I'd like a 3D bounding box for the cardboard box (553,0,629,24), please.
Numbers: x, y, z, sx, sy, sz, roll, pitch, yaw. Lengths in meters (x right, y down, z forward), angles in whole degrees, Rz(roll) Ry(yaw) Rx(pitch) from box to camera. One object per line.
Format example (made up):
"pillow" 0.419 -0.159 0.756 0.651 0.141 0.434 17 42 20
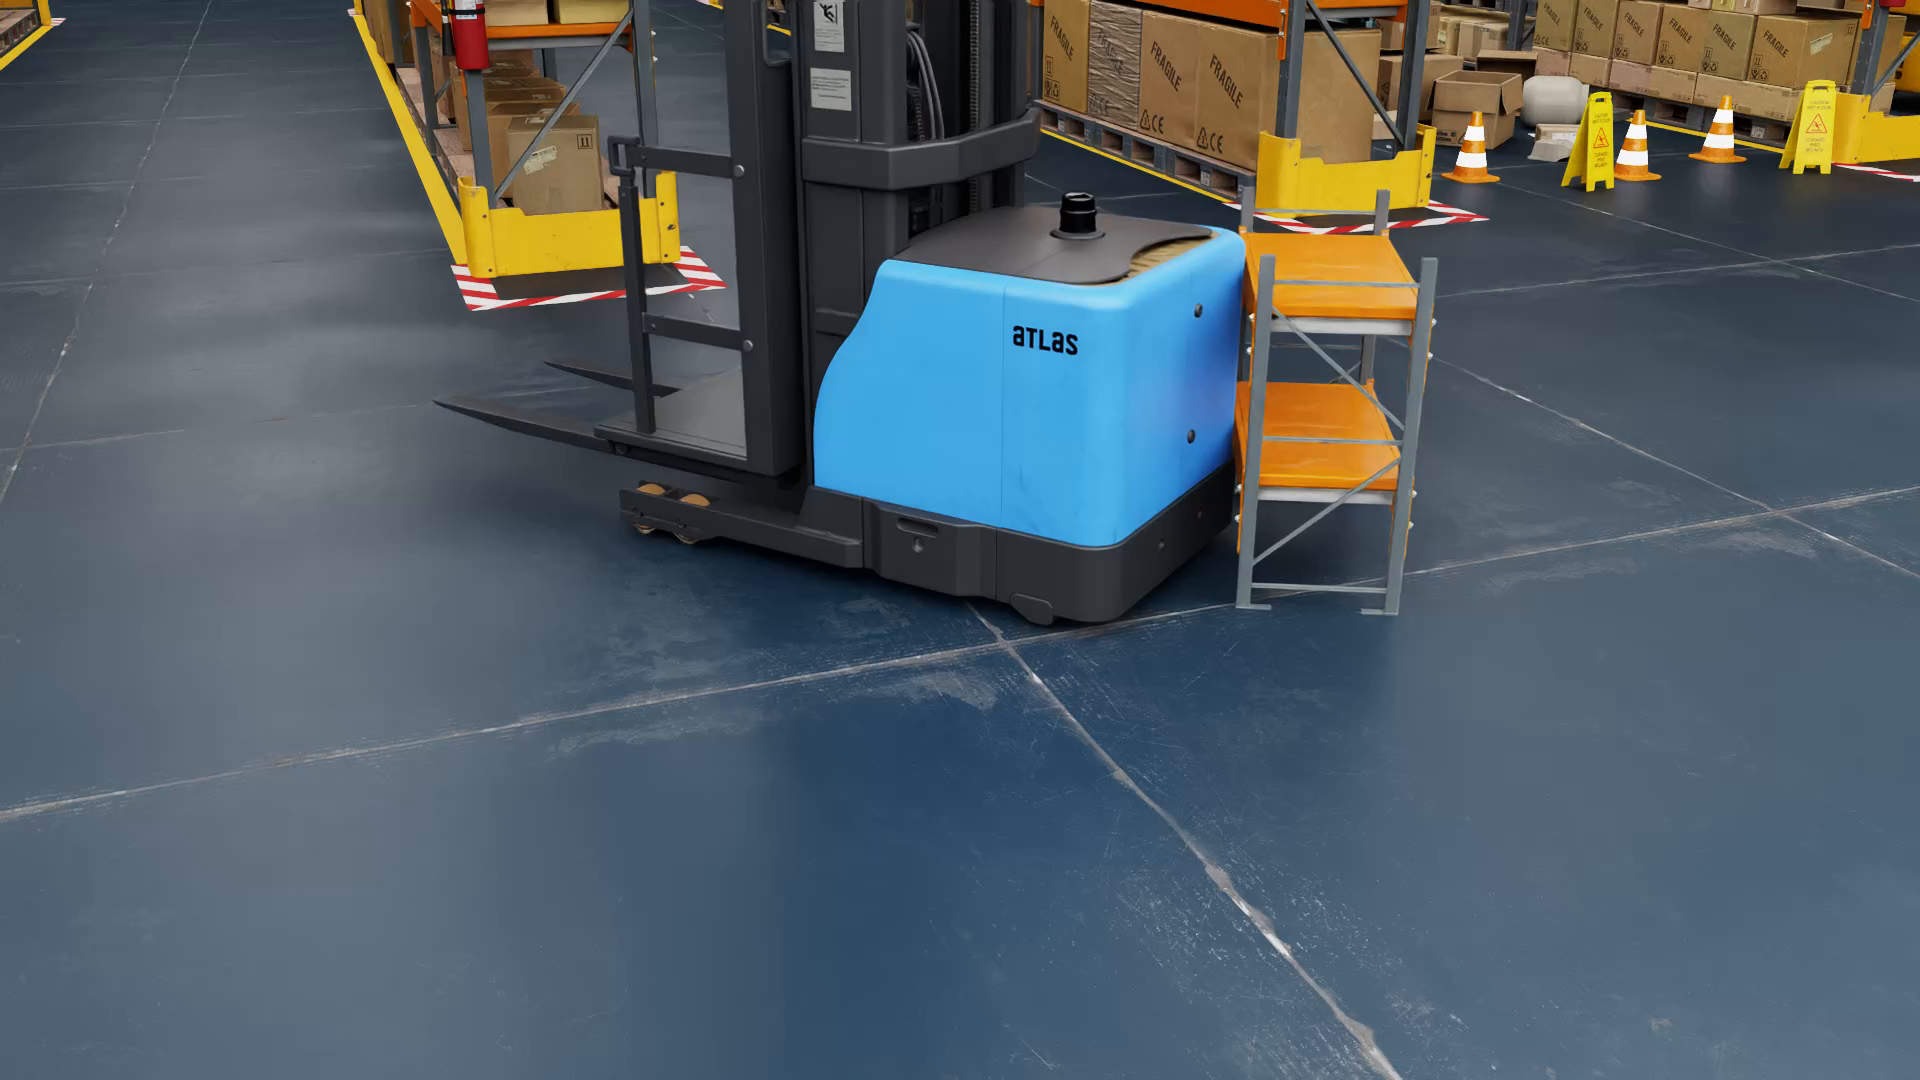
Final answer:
"cardboard box" -2.048 -2.956 9.225 0.380 0.149 0.250 -8 24 -19

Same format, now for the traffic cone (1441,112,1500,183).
"traffic cone" 3.647 -2.798 11.793 0.336 0.463 0.334 -8 24 -19

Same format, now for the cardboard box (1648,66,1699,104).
"cardboard box" 6.198 -3.857 14.039 0.500 0.250 0.500 -9 25 -21

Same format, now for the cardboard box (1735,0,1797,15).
"cardboard box" 6.381 -4.246 13.160 0.380 0.149 0.250 -8 24 -17

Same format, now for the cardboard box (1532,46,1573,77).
"cardboard box" 5.644 -4.424 15.383 0.500 0.250 0.500 -10 25 -21

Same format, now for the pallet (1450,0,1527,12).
"pallet" 7.827 -7.762 23.896 1.003 0.211 1.213 -8 24 -19

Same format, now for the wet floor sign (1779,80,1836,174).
"wet floor sign" 6.167 -2.995 12.024 0.267 0.644 0.232 0 23 -1

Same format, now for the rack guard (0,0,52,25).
"rack guard" -12.477 -6.925 21.536 1.175 0.500 0.348 -8 24 -19

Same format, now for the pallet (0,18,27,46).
"pallet" -11.774 -6.037 19.802 1.003 0.211 1.213 -8 24 -19

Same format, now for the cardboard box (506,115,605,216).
"cardboard box" -2.375 -2.206 9.801 0.500 0.500 0.500 -4 23 -9

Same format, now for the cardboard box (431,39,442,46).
"cardboard box" -3.931 -3.842 13.655 0.700 0.500 0.500 -8 24 -19

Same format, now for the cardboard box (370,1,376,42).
"cardboard box" -5.528 -5.635 17.453 1.225 0.875 0.875 -8 24 -19

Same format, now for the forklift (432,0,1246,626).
"forklift" -0.592 -1.500 5.534 3.031 2.935 1.130 13 26 28

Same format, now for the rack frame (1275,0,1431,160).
"rack frame" 2.506 -3.579 10.380 1.000 3.000 0.127 -8 24 -19

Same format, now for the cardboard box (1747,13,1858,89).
"cardboard box" 6.574 -3.823 12.992 0.500 0.500 0.500 -8 24 -19

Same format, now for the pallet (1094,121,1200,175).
"pallet" 1.723 -3.017 12.636 1.003 0.211 1.213 -8 24 -19

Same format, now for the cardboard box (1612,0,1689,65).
"cardboard box" 6.025 -4.388 14.332 0.500 0.500 0.500 -7 24 -16

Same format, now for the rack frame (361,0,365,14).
"rack frame" -7.822 -8.749 22.646 1.000 3.000 0.127 -8 24 -19

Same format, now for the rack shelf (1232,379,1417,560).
"rack shelf" 1.172 -0.268 5.566 0.538 0.278 1.000 2 23 6

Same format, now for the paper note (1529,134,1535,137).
"paper note" 4.745 -3.321 13.606 0.148 0.019 0.142 0 23 -1

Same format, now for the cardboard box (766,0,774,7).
"cardboard box" -2.358 -7.108 21.883 0.380 0.149 0.250 -9 25 -21

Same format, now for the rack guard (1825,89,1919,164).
"rack guard" 7.074 -3.171 12.630 1.175 0.500 0.348 -8 24 -19

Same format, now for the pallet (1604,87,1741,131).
"pallet" 6.393 -3.781 14.448 1.003 0.211 1.213 -8 24 -19

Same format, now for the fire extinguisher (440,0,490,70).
"fire extinguisher" -2.561 -2.795 8.619 0.296 0.674 0.183 -8 24 -19

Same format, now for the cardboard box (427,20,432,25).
"cardboard box" -4.533 -4.453 15.104 0.700 0.500 0.500 -10 25 -23

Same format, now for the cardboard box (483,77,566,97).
"cardboard box" -2.977 -2.858 11.346 0.500 0.500 0.500 -11 25 -24

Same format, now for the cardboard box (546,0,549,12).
"cardboard box" -2.300 -3.230 9.876 0.380 0.149 0.250 -8 24 -19

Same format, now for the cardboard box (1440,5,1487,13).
"cardboard box" 4.996 -5.435 17.625 0.950 0.372 0.625 -8 24 -17

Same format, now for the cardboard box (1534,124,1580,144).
"cardboard box" 4.748 -3.180 13.104 0.380 0.149 0.250 4 23 9

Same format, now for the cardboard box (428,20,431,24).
"cardboard box" -4.535 -4.808 14.982 0.500 0.250 0.500 -6 23 -13

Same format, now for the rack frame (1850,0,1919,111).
"rack frame" 7.101 -4.295 12.079 1.000 3.000 0.127 -8 24 -19

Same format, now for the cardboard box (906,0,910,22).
"cardboard box" -0.189 -5.409 17.078 1.050 0.750 0.750 -9 24 -20

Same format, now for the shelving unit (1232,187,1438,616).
"shelving unit" 1.172 -0.493 5.471 0.538 1.125 1.048 2 23 6

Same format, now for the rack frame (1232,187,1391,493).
"rack frame" 1.225 -0.689 5.937 0.500 1.125 0.032 2 23 6

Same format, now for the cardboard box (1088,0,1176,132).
"cardboard box" 1.571 -3.682 12.819 0.875 0.875 0.875 -8 24 -19

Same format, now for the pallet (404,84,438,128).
"pallet" -4.294 -3.831 14.567 1.003 0.211 1.213 -8 24 -19

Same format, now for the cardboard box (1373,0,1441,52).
"cardboard box" 4.033 -4.691 15.260 0.500 0.500 0.500 -8 24 -19

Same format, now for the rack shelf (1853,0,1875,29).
"rack shelf" 6.394 -4.690 13.943 1.077 0.370 4.000 -8 24 -19

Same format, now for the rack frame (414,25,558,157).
"rack frame" -3.583 -4.389 12.301 1.000 3.000 0.127 -8 24 -19

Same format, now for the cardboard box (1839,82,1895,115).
"cardboard box" 7.075 -3.553 13.317 0.500 0.250 0.500 -9 24 -19

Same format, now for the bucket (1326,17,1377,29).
"bucket" 3.298 -4.492 14.803 0.726 0.611 0.620 0 13 -1

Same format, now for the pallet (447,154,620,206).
"pallet" -2.878 -2.421 11.222 1.003 0.211 1.213 -8 24 -19

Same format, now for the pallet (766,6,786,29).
"pallet" -2.004 -6.894 21.834 1.003 0.211 1.213 -8 24 -19
